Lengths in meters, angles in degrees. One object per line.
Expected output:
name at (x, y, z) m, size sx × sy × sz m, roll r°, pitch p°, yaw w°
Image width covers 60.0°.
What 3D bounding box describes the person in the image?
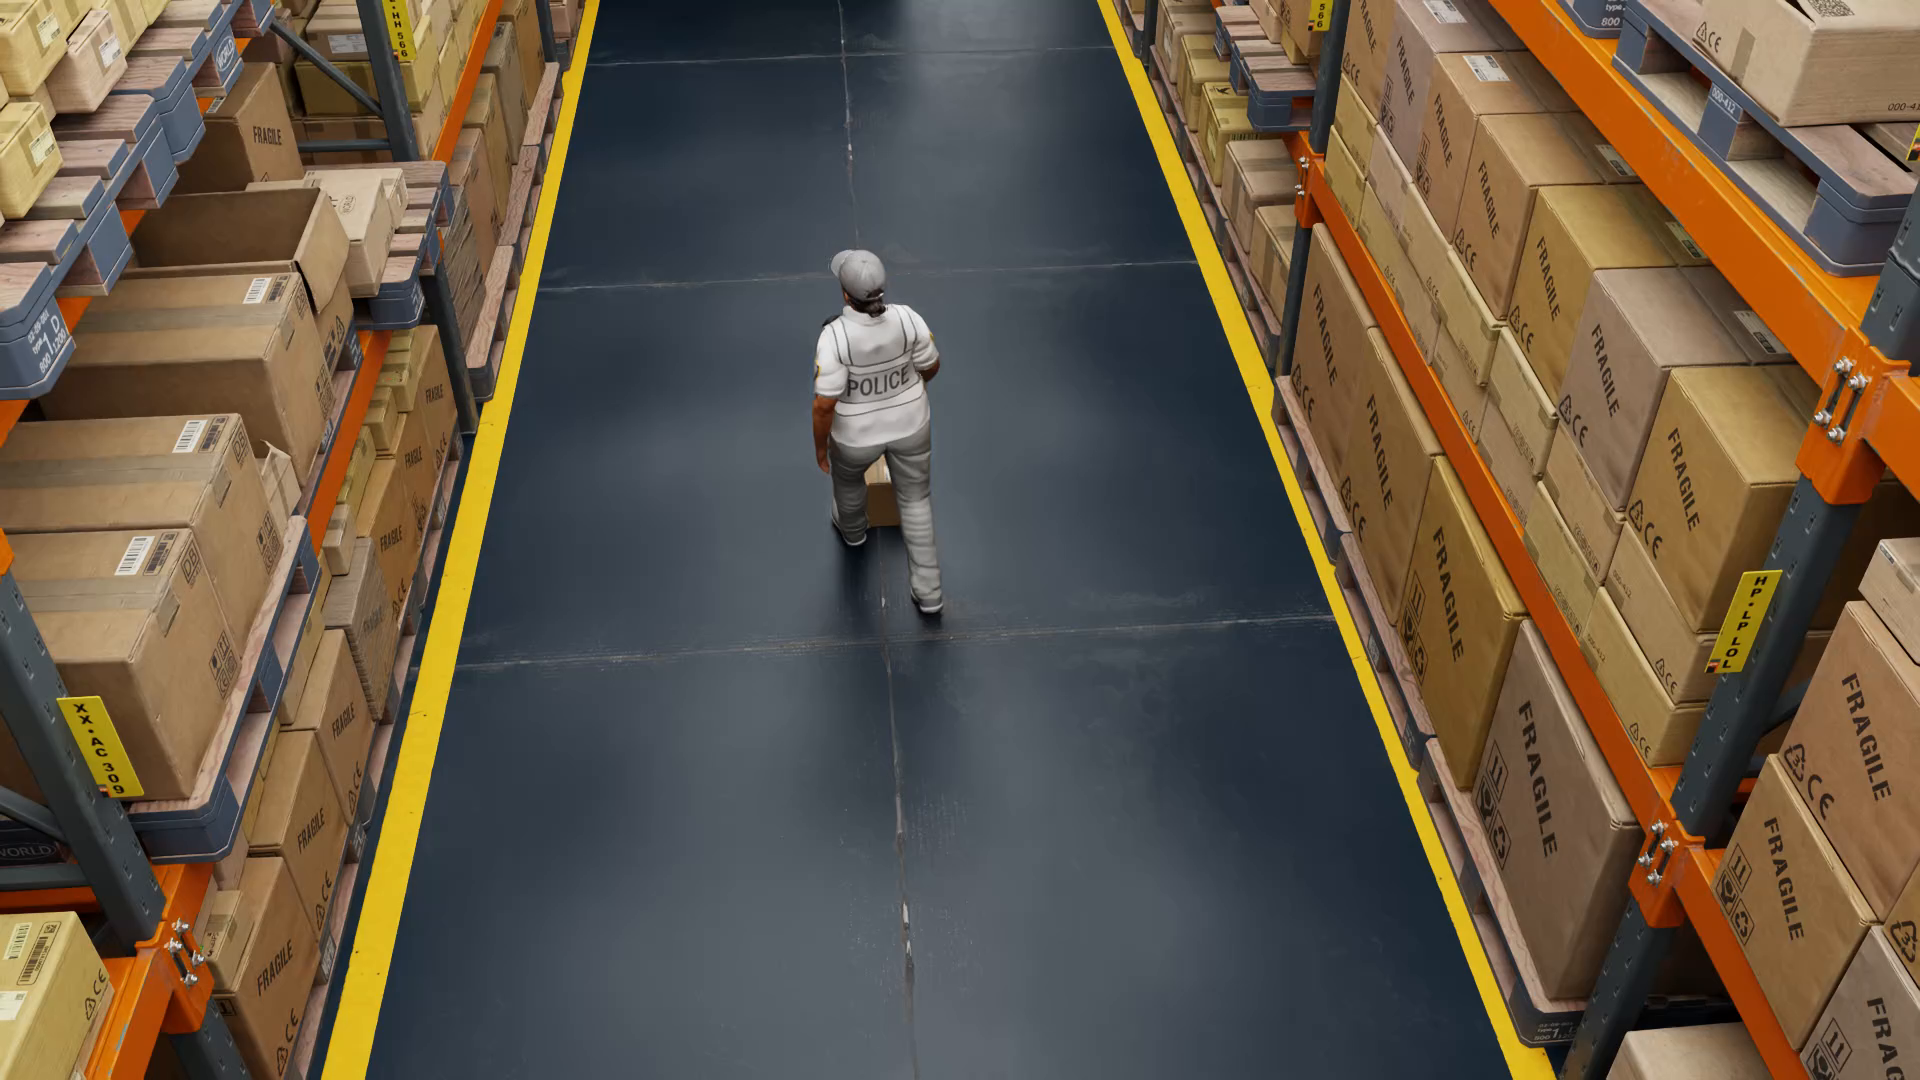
person at (-0.358, -0.516, 6.790) m, size 0.540 × 1.628 × 0.883 m, roll -8°, pitch 40°, yaw -10°
